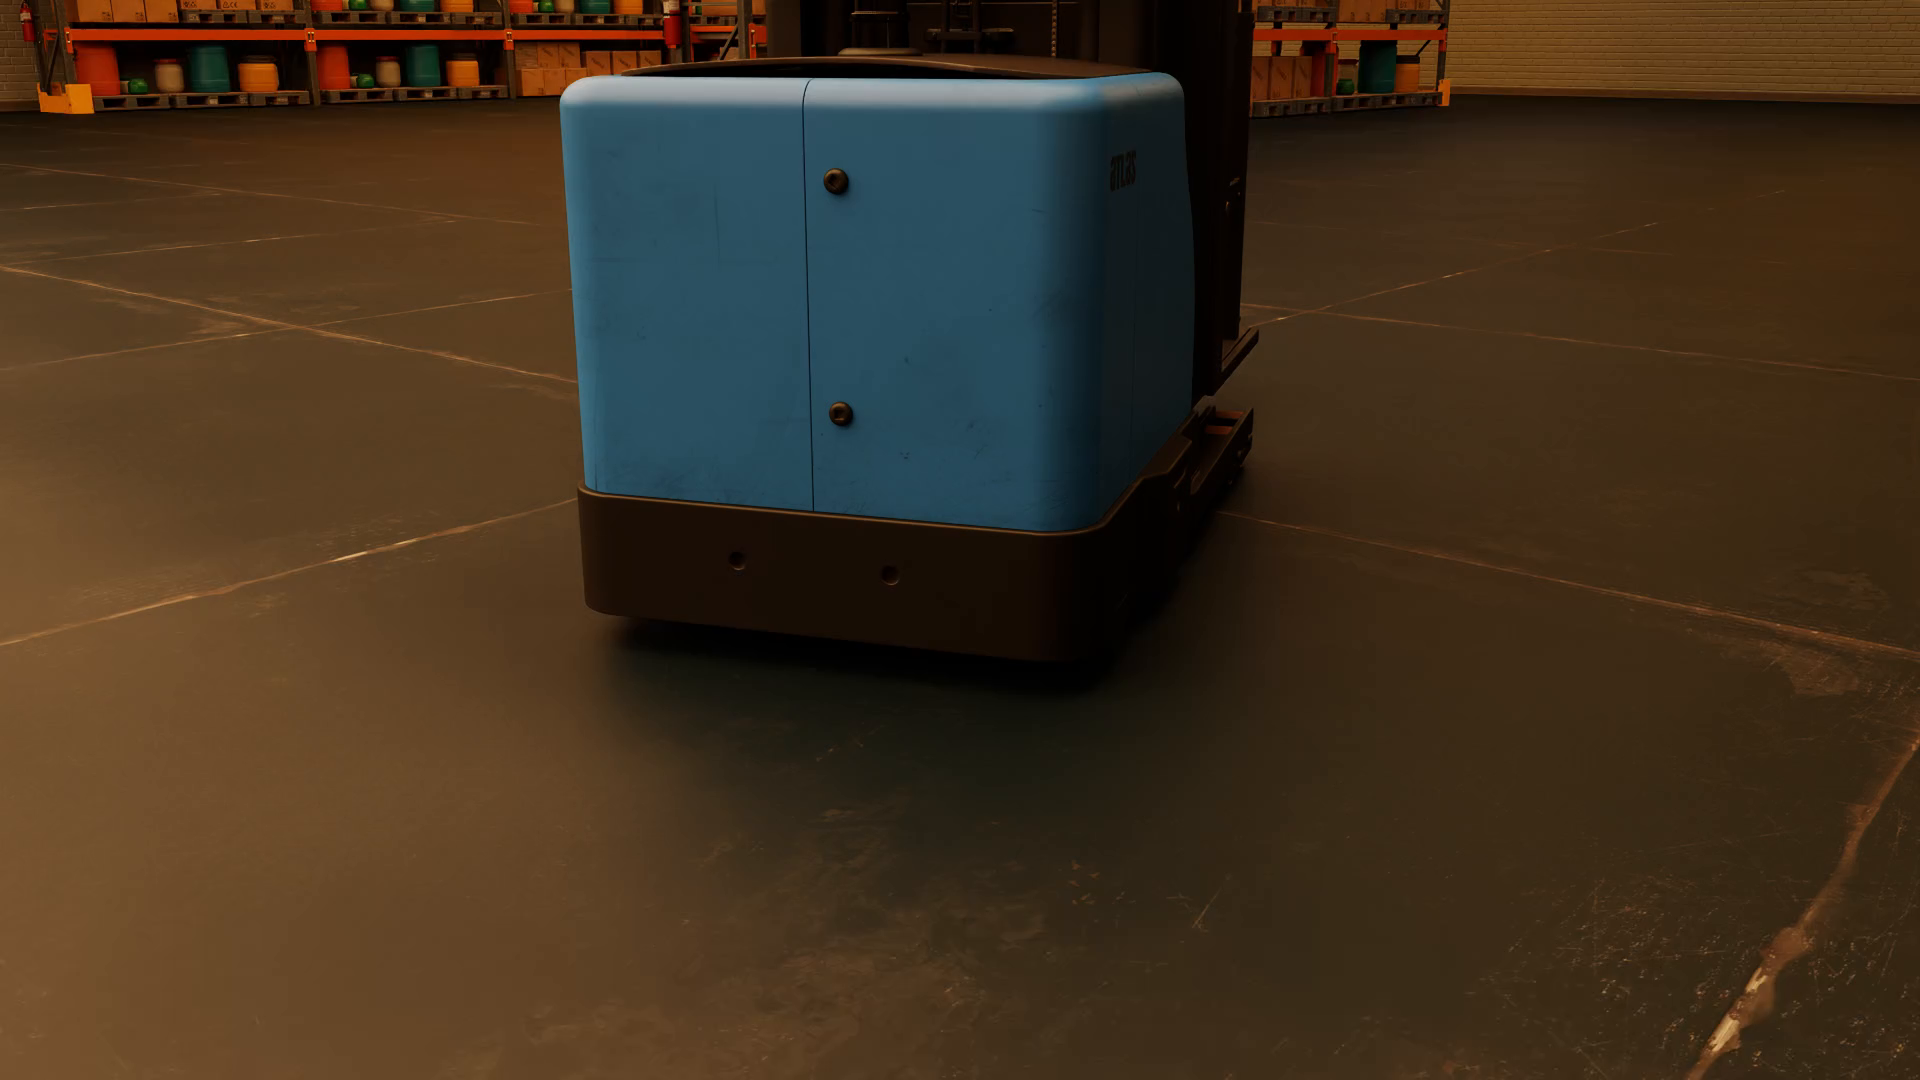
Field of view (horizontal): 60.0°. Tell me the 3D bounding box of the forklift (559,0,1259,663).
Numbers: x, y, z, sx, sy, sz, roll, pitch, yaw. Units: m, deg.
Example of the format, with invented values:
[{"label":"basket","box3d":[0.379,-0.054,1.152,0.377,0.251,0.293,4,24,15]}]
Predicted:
[{"label":"forklift","box3d":[0.182,-1.571,4.072,1.130,2.935,3.031,5,18,17]}]
